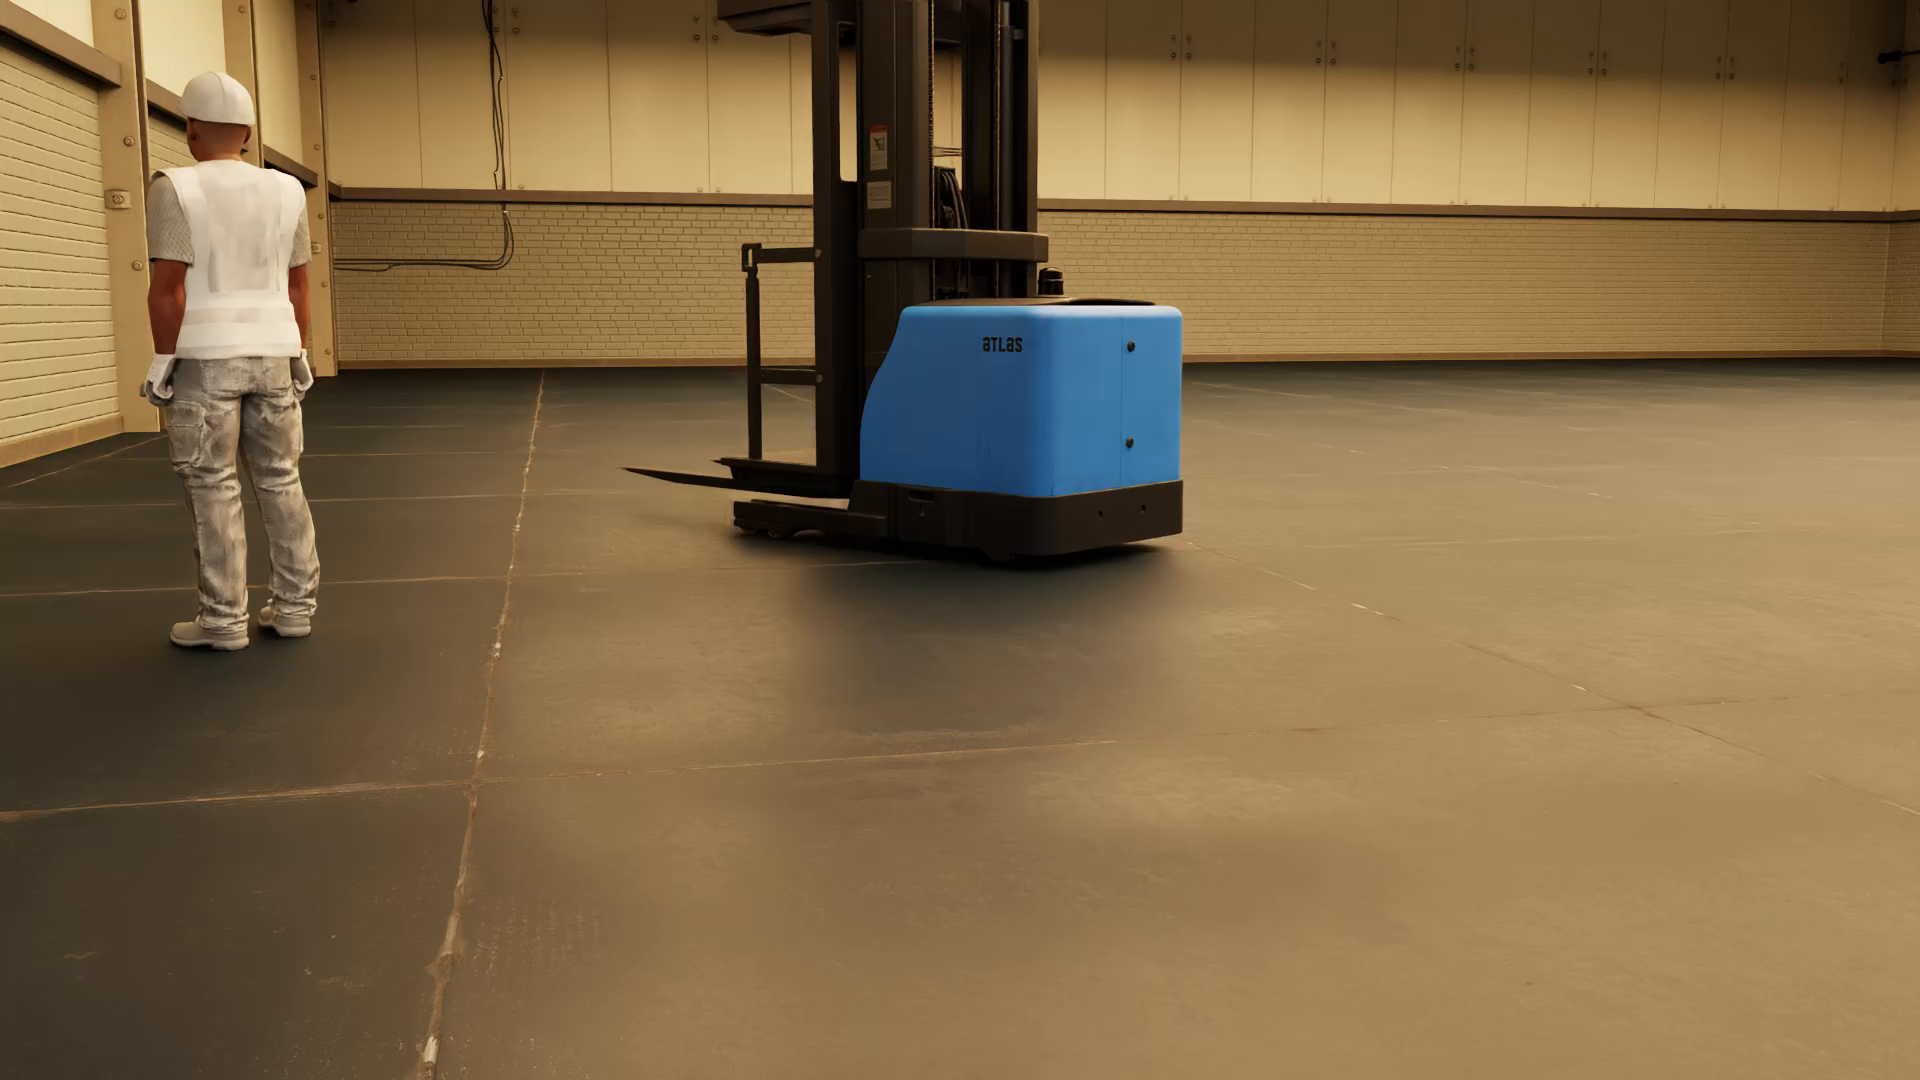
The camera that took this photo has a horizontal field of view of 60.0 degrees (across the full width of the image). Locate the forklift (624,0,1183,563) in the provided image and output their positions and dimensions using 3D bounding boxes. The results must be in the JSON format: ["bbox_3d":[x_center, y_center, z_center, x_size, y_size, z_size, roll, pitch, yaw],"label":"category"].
[{"bbox_3d":[-0.437,-1.504,7.880,3.031,2.935,1.130,7,11,42],"label":"forklift"}]

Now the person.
[{"bbox_3d":[-2.321,-0.558,5.260,0.384,1.790,0.535,6,10,35],"label":"person"}]
